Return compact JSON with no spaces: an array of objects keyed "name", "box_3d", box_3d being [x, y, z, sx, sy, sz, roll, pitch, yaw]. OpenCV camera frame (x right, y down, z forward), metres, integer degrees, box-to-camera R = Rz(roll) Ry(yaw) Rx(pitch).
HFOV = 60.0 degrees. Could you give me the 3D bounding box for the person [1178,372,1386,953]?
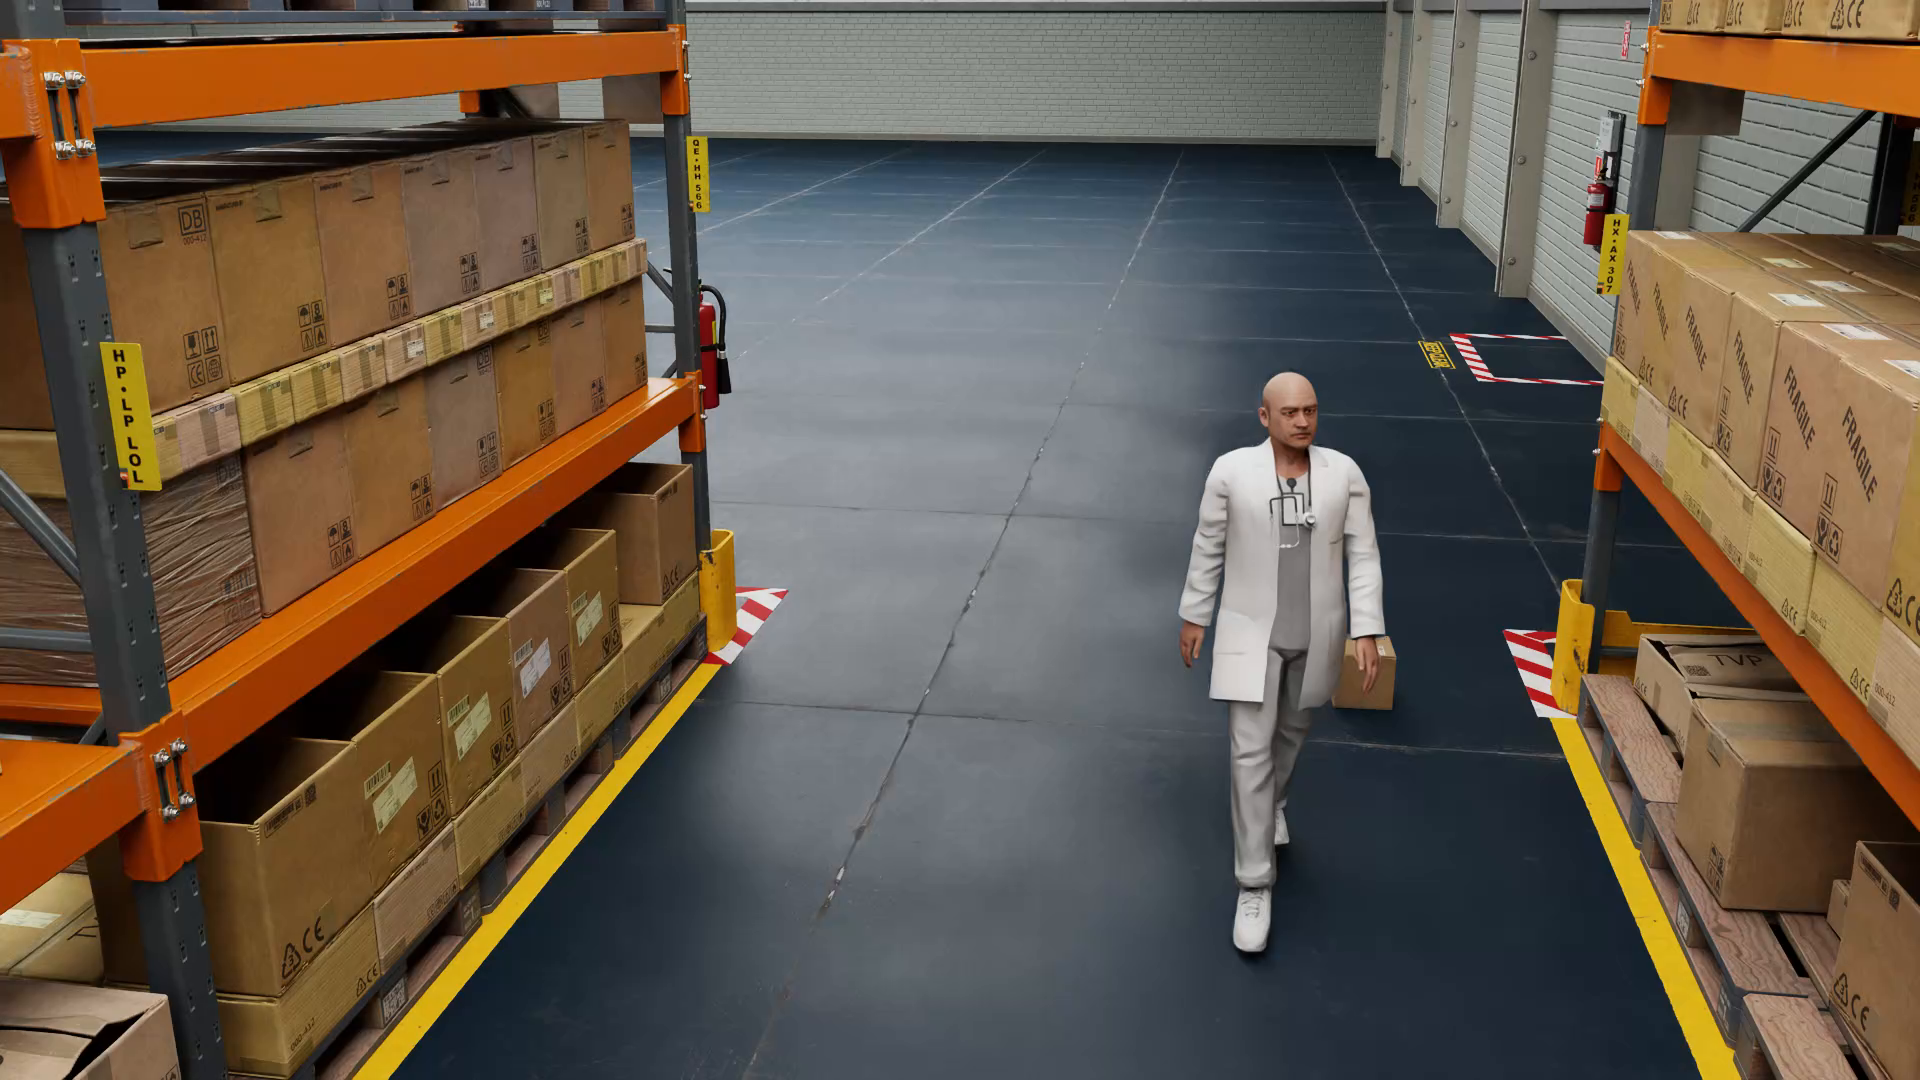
[{"name":"person","box_3d":[1.078,0.329,5.492,0.619,1.742,1.018,-1,18,-4]}]
